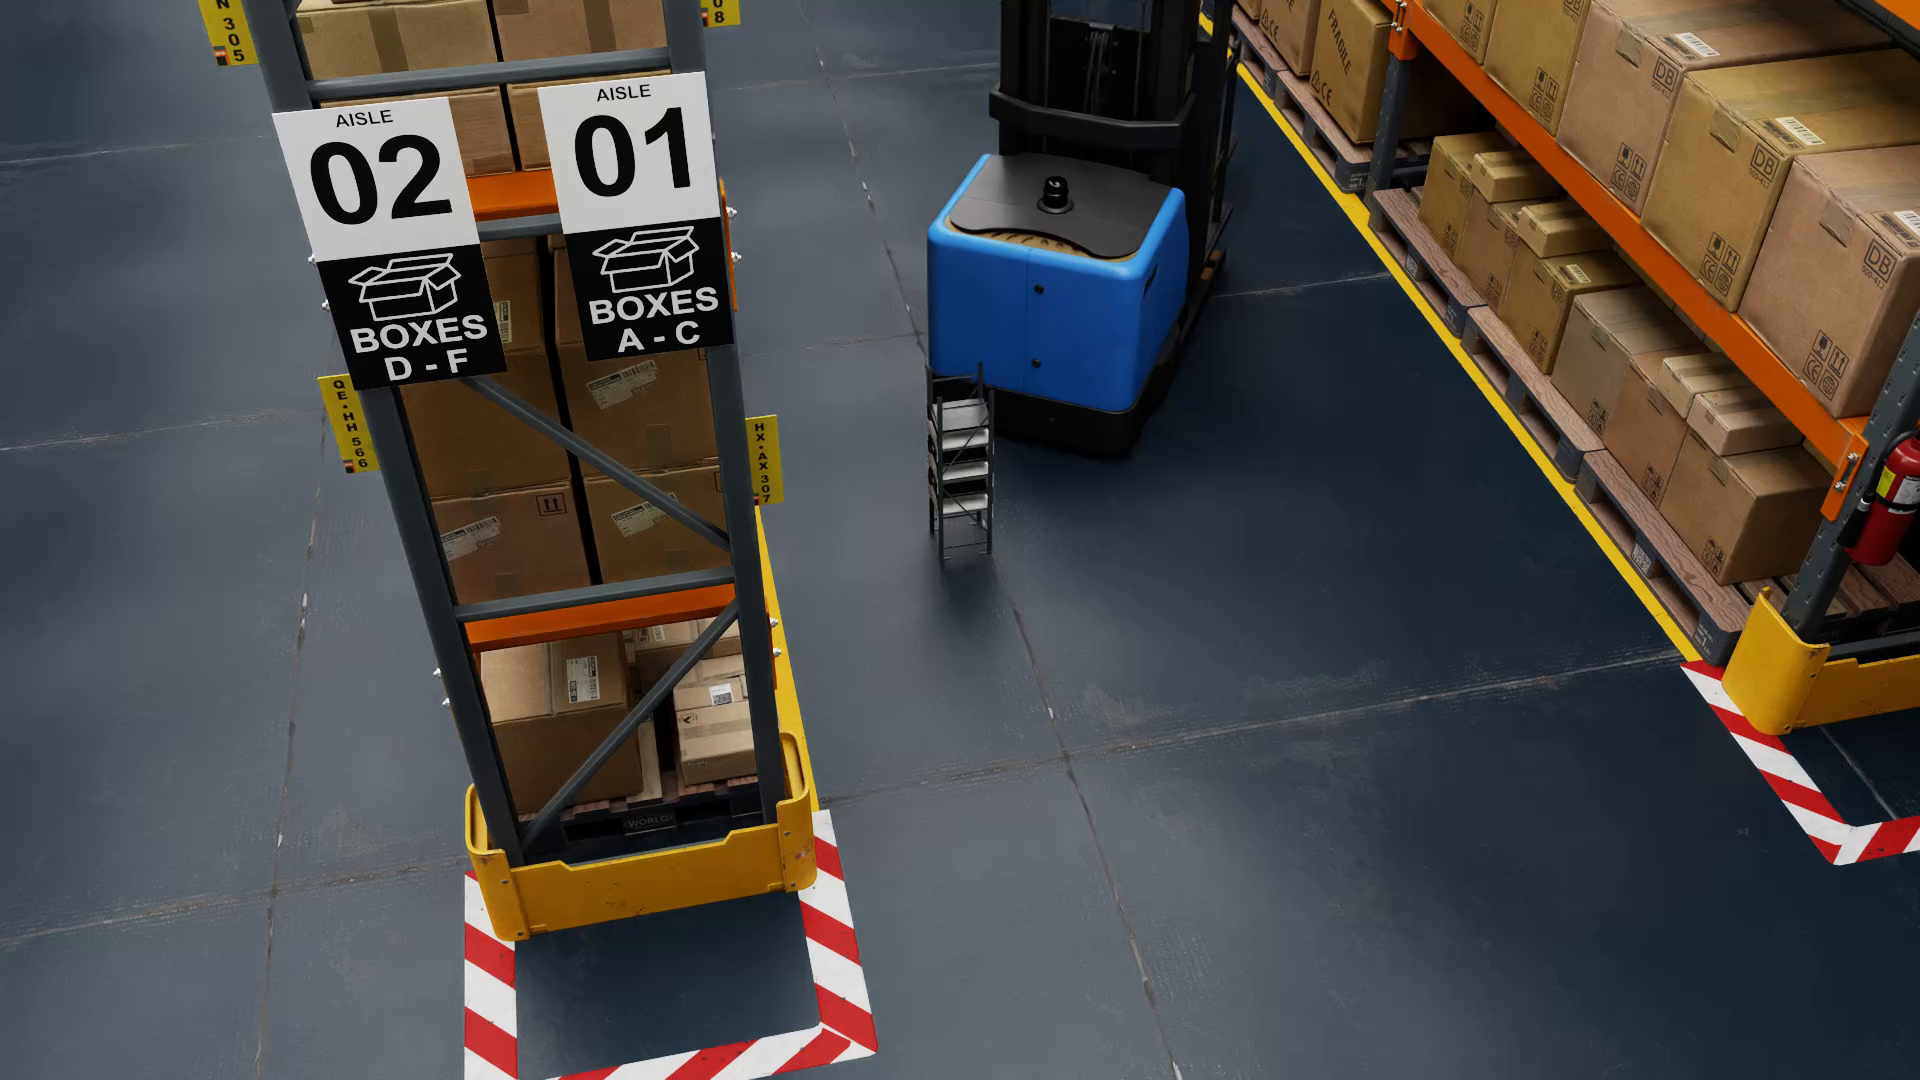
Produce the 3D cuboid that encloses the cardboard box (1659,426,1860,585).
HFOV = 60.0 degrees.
[{"bbox_3d":[3.481,-0.203,7.067,0.700,0.500,0.500,-8,42,-9],"label":"cardboard box"}]

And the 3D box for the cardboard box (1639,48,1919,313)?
[{"bbox_3d":[3.442,-1.452,6.682,0.980,0.700,0.700,-9,42,-10],"label":"cardboard box"}]

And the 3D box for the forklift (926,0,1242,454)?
[{"bbox_3d":[0.820,-2.494,8.133,1.130,2.935,3.031,14,43,15],"label":"forklift"}]

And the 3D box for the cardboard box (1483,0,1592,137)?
[{"bbox_3d":[3.120,-2.418,7.770,0.980,0.700,0.700,-9,42,-10],"label":"cardboard box"}]

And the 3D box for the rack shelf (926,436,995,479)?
[{"bbox_3d":[0.002,-0.374,7.189,0.258,0.077,0.200,-8,42,-9],"label":"rack shelf"}]

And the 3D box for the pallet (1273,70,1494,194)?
[{"bbox_3d":[2.626,-2.580,10.280,1.003,0.211,1.213,-8,42,-9],"label":"pallet"}]

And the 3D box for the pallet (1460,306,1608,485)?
[{"bbox_3d":[3.221,-0.795,8.268,1.003,0.211,1.213,-8,42,-9],"label":"pallet"}]

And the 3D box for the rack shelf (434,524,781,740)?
[{"bbox_3d":[-1.538,-0.856,6.779,1.077,0.370,4.000,-8,42,-9],"label":"rack shelf"}]

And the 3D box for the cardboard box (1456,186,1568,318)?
[{"bbox_3d":[3.033,-1.531,8.563,0.700,0.500,0.500,-9,42,-10],"label":"cardboard box"}]

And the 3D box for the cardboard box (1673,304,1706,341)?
[{"bbox_3d":[3.484,-1.048,7.531,0.380,0.149,0.250,-8,42,-9],"label":"cardboard box"}]

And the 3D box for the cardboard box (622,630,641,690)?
[{"bbox_3d":[-1.464,0.474,6.541,0.380,0.166,0.250,-8,42,-9],"label":"cardboard box"}]

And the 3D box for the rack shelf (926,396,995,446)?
[{"bbox_3d":[0.002,-0.508,7.070,0.258,0.077,0.200,-8,42,-9],"label":"rack shelf"}]

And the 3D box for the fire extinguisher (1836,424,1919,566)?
[{"bbox_3d":[3.312,-0.209,5.847,0.296,0.674,0.183,-8,42,-9],"label":"fire extinguisher"}]

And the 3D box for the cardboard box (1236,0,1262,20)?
[{"bbox_3d":[2.217,-4.016,11.099,0.750,0.750,0.750,-9,42,-9],"label":"cardboard box"}]

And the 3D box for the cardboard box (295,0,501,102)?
[{"bbox_3d":[-1.466,-1.378,4.301,0.500,0.250,0.500,-8,42,-9],"label":"cardboard box"}]

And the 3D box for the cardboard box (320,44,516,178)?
[{"bbox_3d":[-1.474,-1.190,4.466,0.500,0.250,0.500,-8,42,-9],"label":"cardboard box"}]

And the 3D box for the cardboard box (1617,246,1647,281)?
[{"bbox_3d":[3.374,-1.379,7.903,0.380,0.149,0.250,-9,42,-10],"label":"cardboard box"}]

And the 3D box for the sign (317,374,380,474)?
[{"bbox_3d":[-1.652,-0.314,4.515,0.100,0.325,0.005,-8,42,-9],"label":"sign"}]

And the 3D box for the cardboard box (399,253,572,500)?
[{"bbox_3d":[-1.471,-0.489,4.995,0.500,0.500,0.500,-9,42,-10],"label":"cardboard box"}]

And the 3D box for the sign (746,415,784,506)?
[{"bbox_3d":[-0.576,-0.230,4.880,0.100,0.325,0.005,-8,42,-9],"label":"sign"}]

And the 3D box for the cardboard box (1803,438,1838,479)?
[{"bbox_3d":[3.703,-0.393,6.793,0.380,0.149,0.250,-8,42,-9],"label":"cardboard box"}]

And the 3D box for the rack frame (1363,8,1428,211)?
[{"bbox_3d":[2.867,-3.134,8.803,1.000,3.000,0.127,-8,42,-9],"label":"rack frame"}]

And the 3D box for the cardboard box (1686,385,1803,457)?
[{"bbox_3d":[3.276,-0.502,6.916,0.380,0.149,0.250,-9,42,-10],"label":"cardboard box"}]

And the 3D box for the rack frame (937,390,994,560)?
[{"bbox_3d":[0.024,-0.265,7.153,0.240,0.900,0.006,-8,42,-9],"label":"rack frame"}]

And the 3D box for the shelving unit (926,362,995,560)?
[{"bbox_3d":[0.002,-0.331,7.227,0.258,0.900,0.210,-8,42,-9],"label":"shelving unit"}]

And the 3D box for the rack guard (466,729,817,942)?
[{"bbox_3d":[-1.123,1.057,5.965,1.175,0.500,0.348,-8,42,-9],"label":"rack guard"}]

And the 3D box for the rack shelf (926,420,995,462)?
[{"bbox_3d":[0.002,-0.441,7.130,0.258,0.077,0.200,-8,42,-9],"label":"rack shelf"}]

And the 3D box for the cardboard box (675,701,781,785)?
[{"bbox_3d":[-0.861,0.752,6.241,0.380,0.149,0.250,-8,42,-9],"label":"cardboard box"}]

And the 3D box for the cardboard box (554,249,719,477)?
[{"bbox_3d":[-0.944,-0.566,5.081,0.500,0.500,0.500,-7,42,-8],"label":"cardboard box"}]

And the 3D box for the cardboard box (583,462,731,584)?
[{"bbox_3d":[-0.944,-0.192,5.413,0.500,0.500,0.500,-8,42,-8],"label":"cardboard box"}]

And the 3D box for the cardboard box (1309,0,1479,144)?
[{"bbox_3d":[2.599,-2.890,9.831,0.750,0.750,0.750,-8,42,-9],"label":"cardboard box"}]

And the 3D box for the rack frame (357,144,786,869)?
[{"bbox_3d":[-1.106,0.171,5.079,1.000,3.000,0.127,-8,42,-9],"label":"rack frame"}]

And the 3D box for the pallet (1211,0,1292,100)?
[{"bbox_3d":[2.360,-3.373,11.172,1.003,0.211,1.213,-8,42,-9],"label":"pallet"}]

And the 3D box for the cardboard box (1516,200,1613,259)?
[{"bbox_3d":[2.936,-1.513,8.054,0.380,0.149,0.250,-9,42,-11],"label":"cardboard box"}]

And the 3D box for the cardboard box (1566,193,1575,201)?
[{"bbox_3d":[3.264,-1.710,8.276,0.380,0.149,0.250,-10,42,-11],"label":"cardboard box"}]

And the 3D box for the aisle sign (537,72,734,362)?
[{"bbox_3d":[-0.805,-0.799,4.214,0.394,0.787,0.004,-8,42,-9],"label":"aisle sign"}]

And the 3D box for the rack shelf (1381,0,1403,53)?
[{"bbox_3d":[2.435,-4.161,10.502,1.077,0.370,4.000,-8,42,-9],"label":"rack shelf"}]

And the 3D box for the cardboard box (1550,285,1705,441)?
[{"bbox_3d":[3.264,-0.853,7.800,0.700,0.500,0.500,-10,42,-11],"label":"cardboard box"}]

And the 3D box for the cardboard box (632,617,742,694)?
[{"bbox_3d":[-1.054,0.318,6.654,0.500,0.250,0.500,-8,42,-9],"label":"cardboard box"}]
